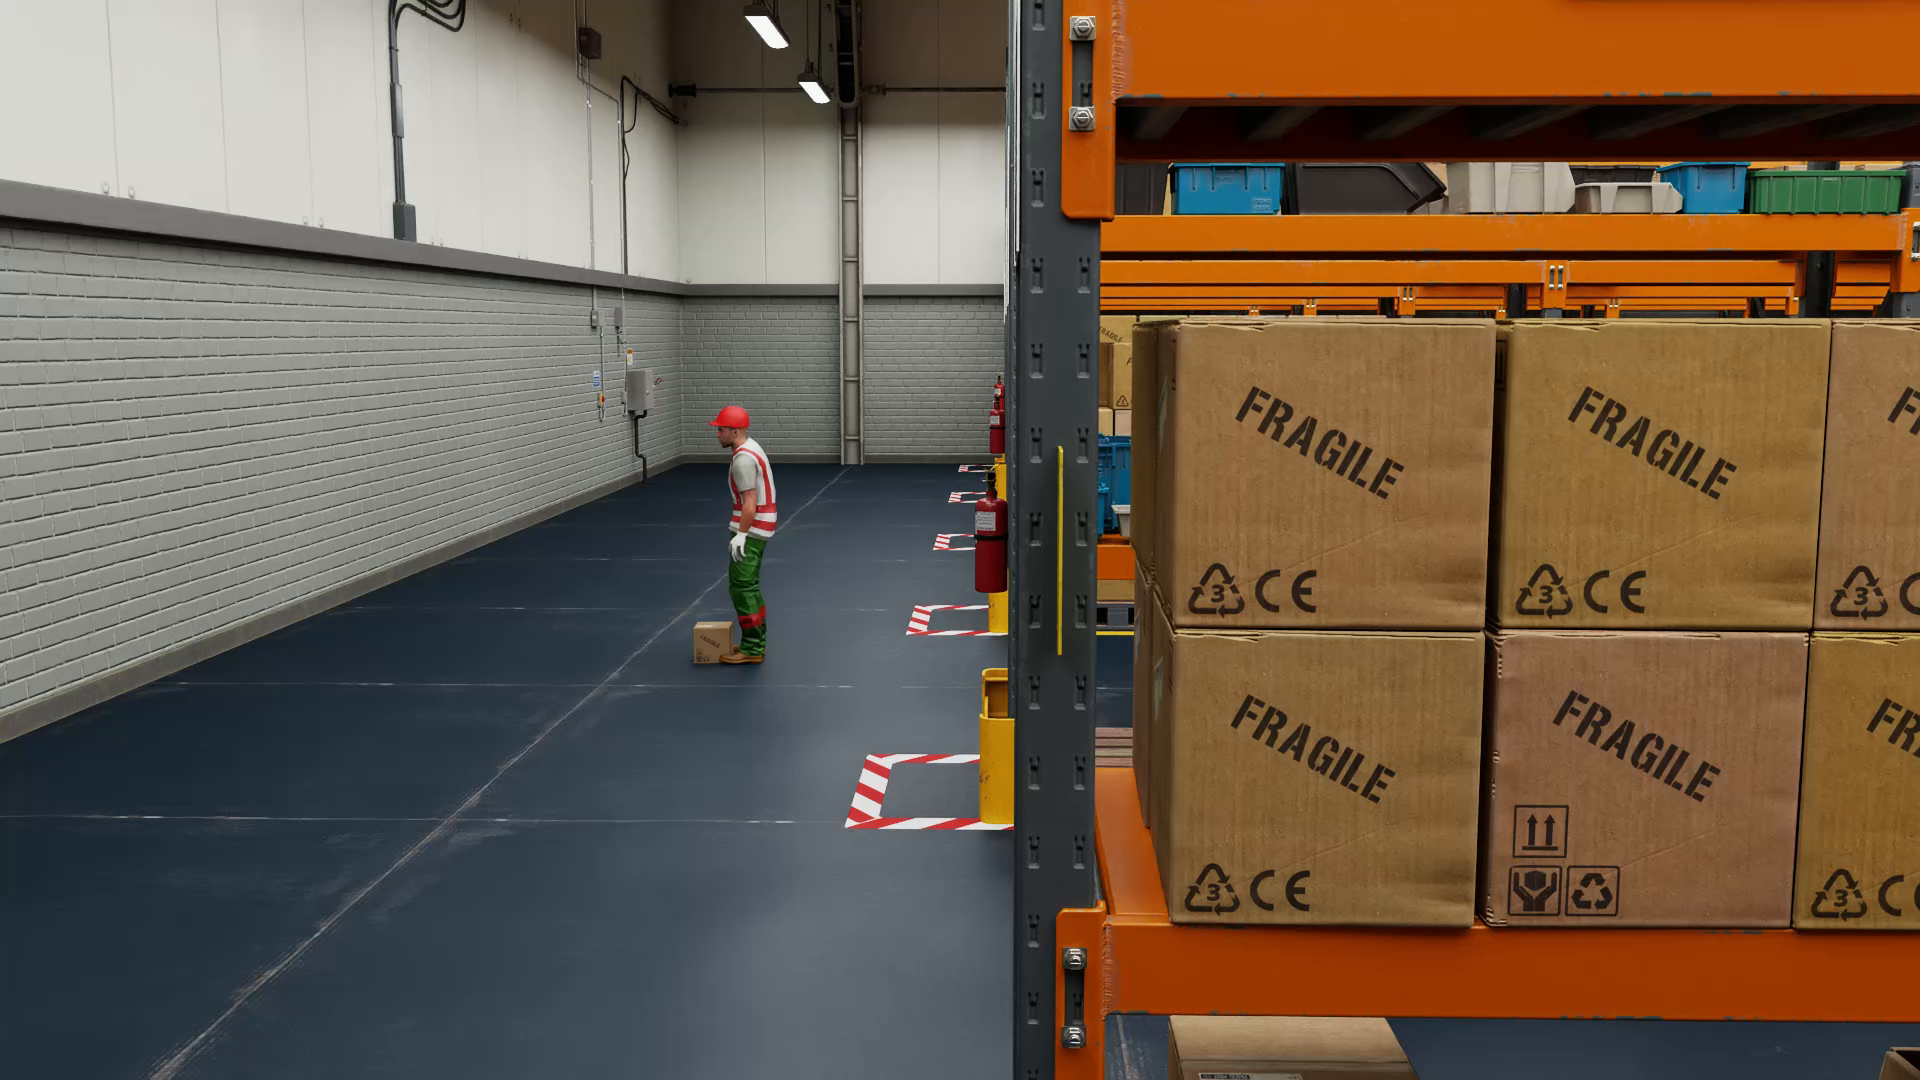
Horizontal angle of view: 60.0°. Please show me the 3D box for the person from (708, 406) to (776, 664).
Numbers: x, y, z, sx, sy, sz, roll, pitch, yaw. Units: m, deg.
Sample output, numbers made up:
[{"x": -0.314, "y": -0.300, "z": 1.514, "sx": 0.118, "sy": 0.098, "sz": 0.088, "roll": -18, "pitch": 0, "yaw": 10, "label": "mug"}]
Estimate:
[{"x": -1.498, "y": -0.039, "z": 11.520, "sx": 0.453, "sy": 1.778, "sz": 0.615, "roll": 0, "pitch": 7, "yaw": -2, "label": "person"}]
